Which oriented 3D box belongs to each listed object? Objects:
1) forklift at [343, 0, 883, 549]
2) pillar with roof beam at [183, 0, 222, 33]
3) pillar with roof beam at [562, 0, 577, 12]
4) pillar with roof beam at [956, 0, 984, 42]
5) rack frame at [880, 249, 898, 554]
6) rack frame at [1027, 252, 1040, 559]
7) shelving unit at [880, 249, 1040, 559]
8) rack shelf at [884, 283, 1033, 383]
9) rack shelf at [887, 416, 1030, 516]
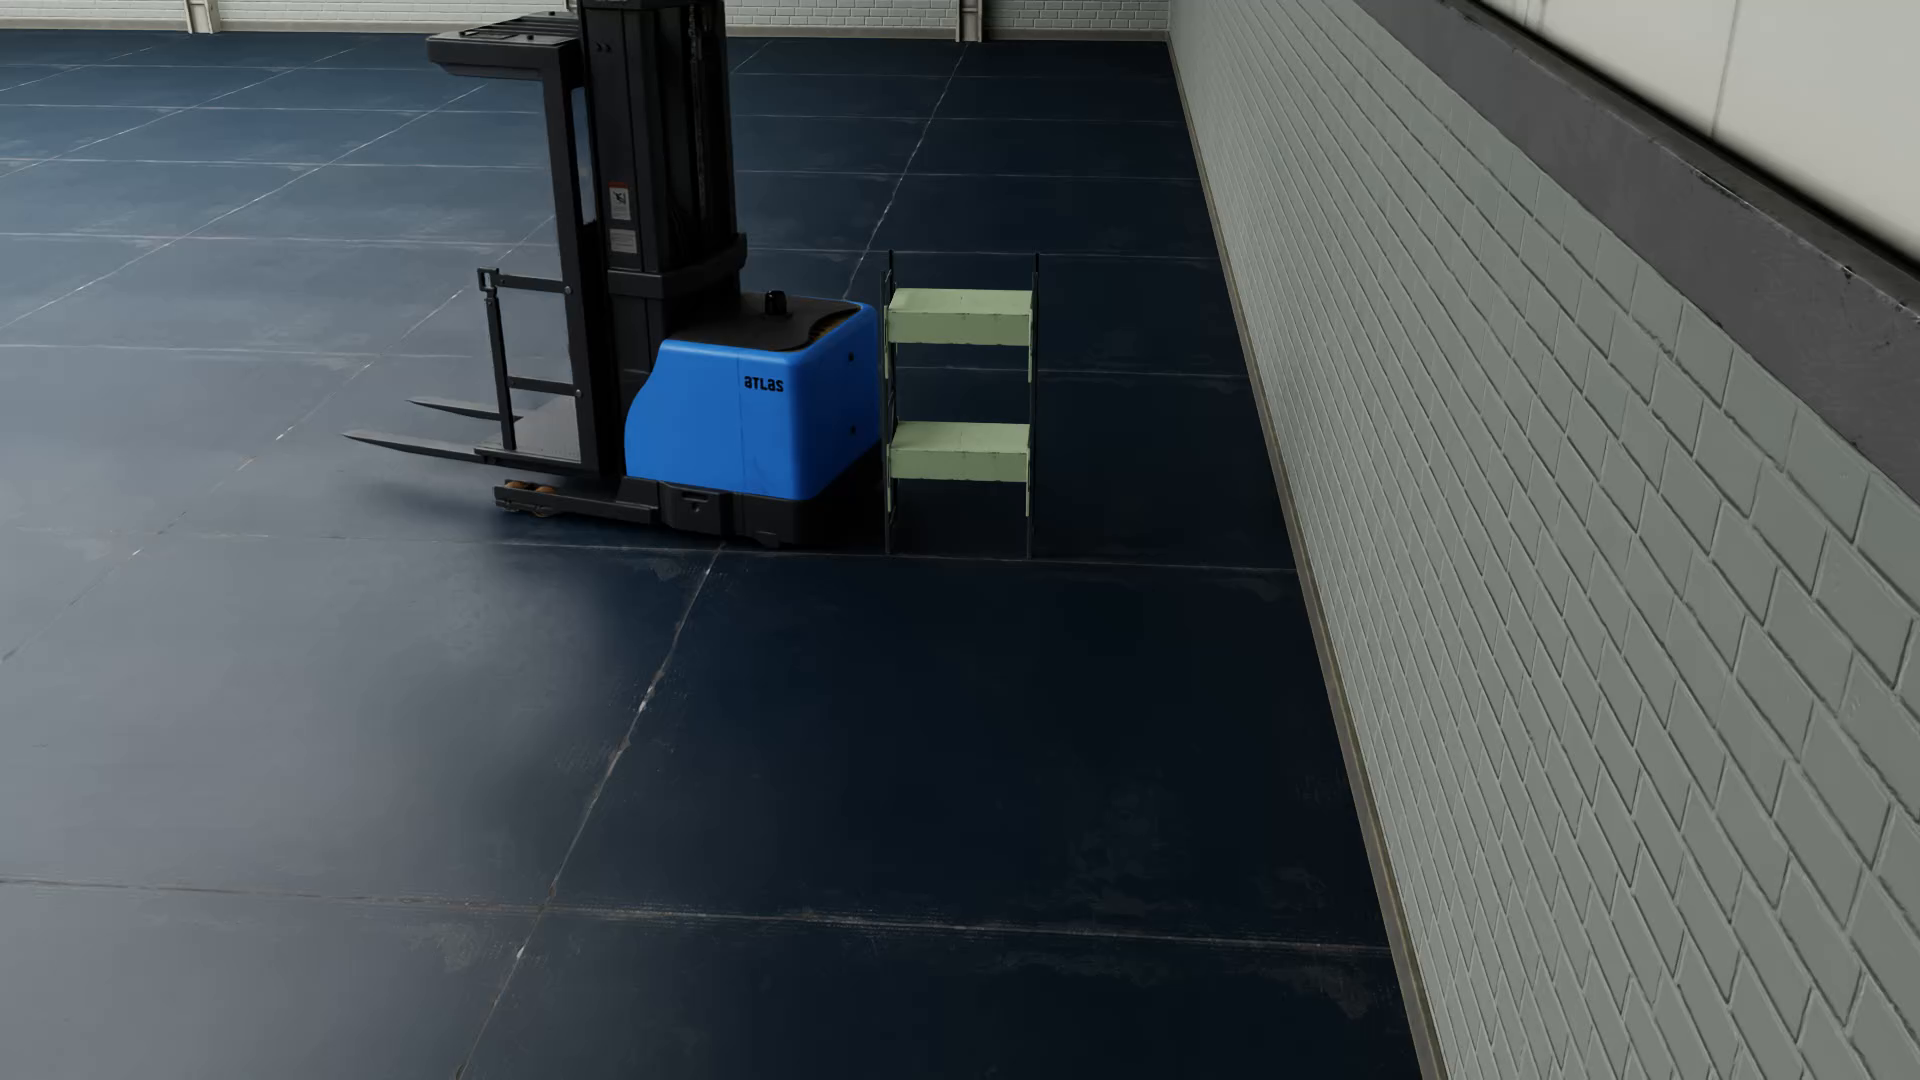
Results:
[{"bbox_3d":[-2.004,-1.650,8.830,3.031,2.935,1.130,9,26,18],"label":"forklift"},{"bbox_3d":[-12.148,-10.256,20.273,0.400,9.000,9.100,2,25,4],"label":"pillar with roof beam"},{"bbox_3d":[-6.166,-10.064,19.856,0.400,9.000,9.100,2,25,4],"label":"pillar with roof beam"},{"bbox_3d":[-0.184,-9.872,19.438,0.400,9.000,9.100,2,25,4],"label":"pillar with roof beam"},{"bbox_3d":[-0.358,-0.693,8.461,0.023,1.500,0.400,2,25,4],"label":"rack frame"},{"bbox_3d":[0.372,-0.669,8.411,0.023,1.500,0.400,2,25,4],"label":"rack frame"},{"bbox_3d":[0.007,-0.681,8.436,0.755,1.500,0.431,2,25,4],"label":"shelving unit"},{"bbox_3d":[0.007,-1.036,8.273,0.720,0.370,0.431,2,25,4],"label":"rack shelf"},{"bbox_3d":[0.007,-0.385,8.572,0.720,0.370,0.431,2,25,4],"label":"rack shelf"}]
